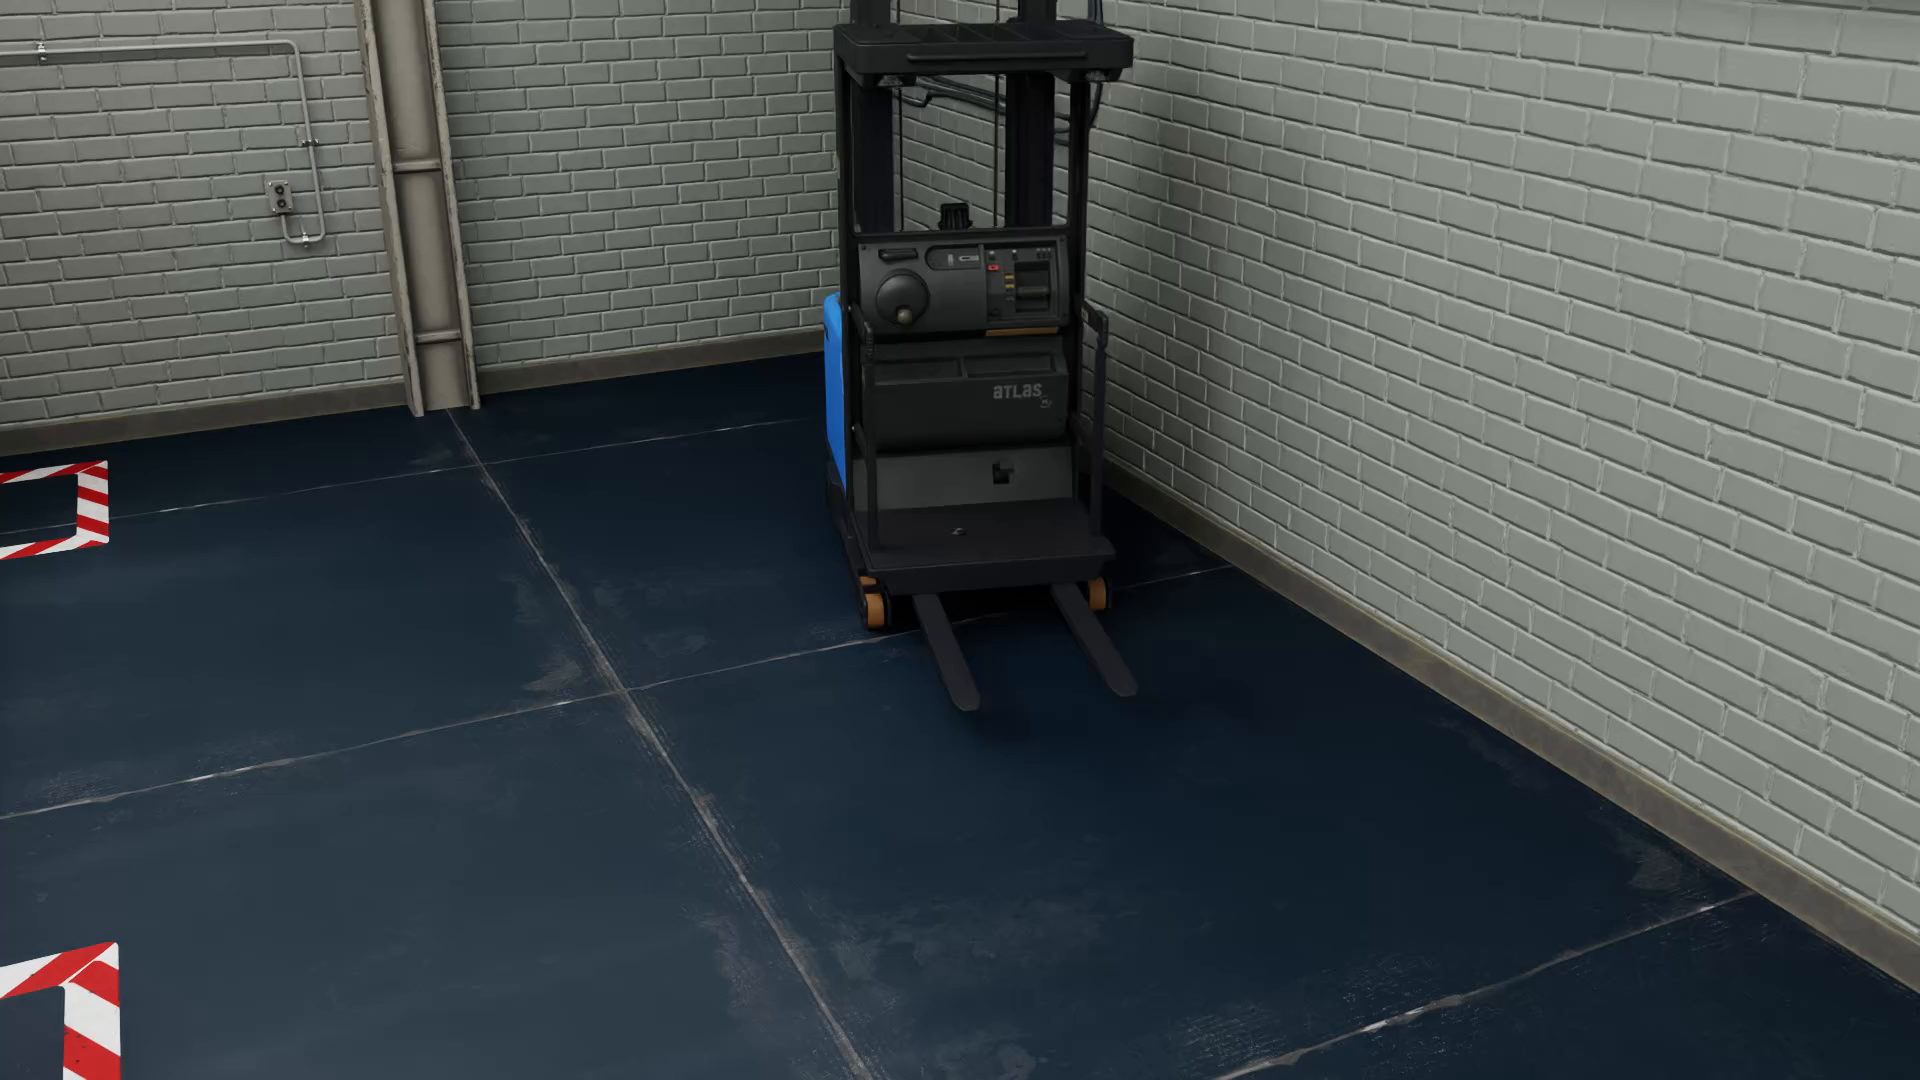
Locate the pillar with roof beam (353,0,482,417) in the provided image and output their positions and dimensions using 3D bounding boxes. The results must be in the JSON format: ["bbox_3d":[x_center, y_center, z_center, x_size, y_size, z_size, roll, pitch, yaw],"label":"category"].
[{"bbox_3d":[-1.315,-3.504,4.948,0.400,9.000,9.100,-10,25,-24],"label":"pillar with roof beam"}]

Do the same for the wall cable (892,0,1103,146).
[{"bbox_3d":[0.012,-3.622,9.293,0.112,2.526,3.097,-10,25,-24],"label":"wall cable"}]

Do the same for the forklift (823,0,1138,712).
[{"bbox_3d":[0.062,-1.110,7.100,1.130,2.935,3.031,-4,23,-10],"label":"forklift"}]

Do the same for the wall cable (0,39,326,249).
[{"bbox_3d":[-4.496,-2.477,8.984,1.851,1.984,0.084,-10,25,-24],"label":"wall cable"}]
